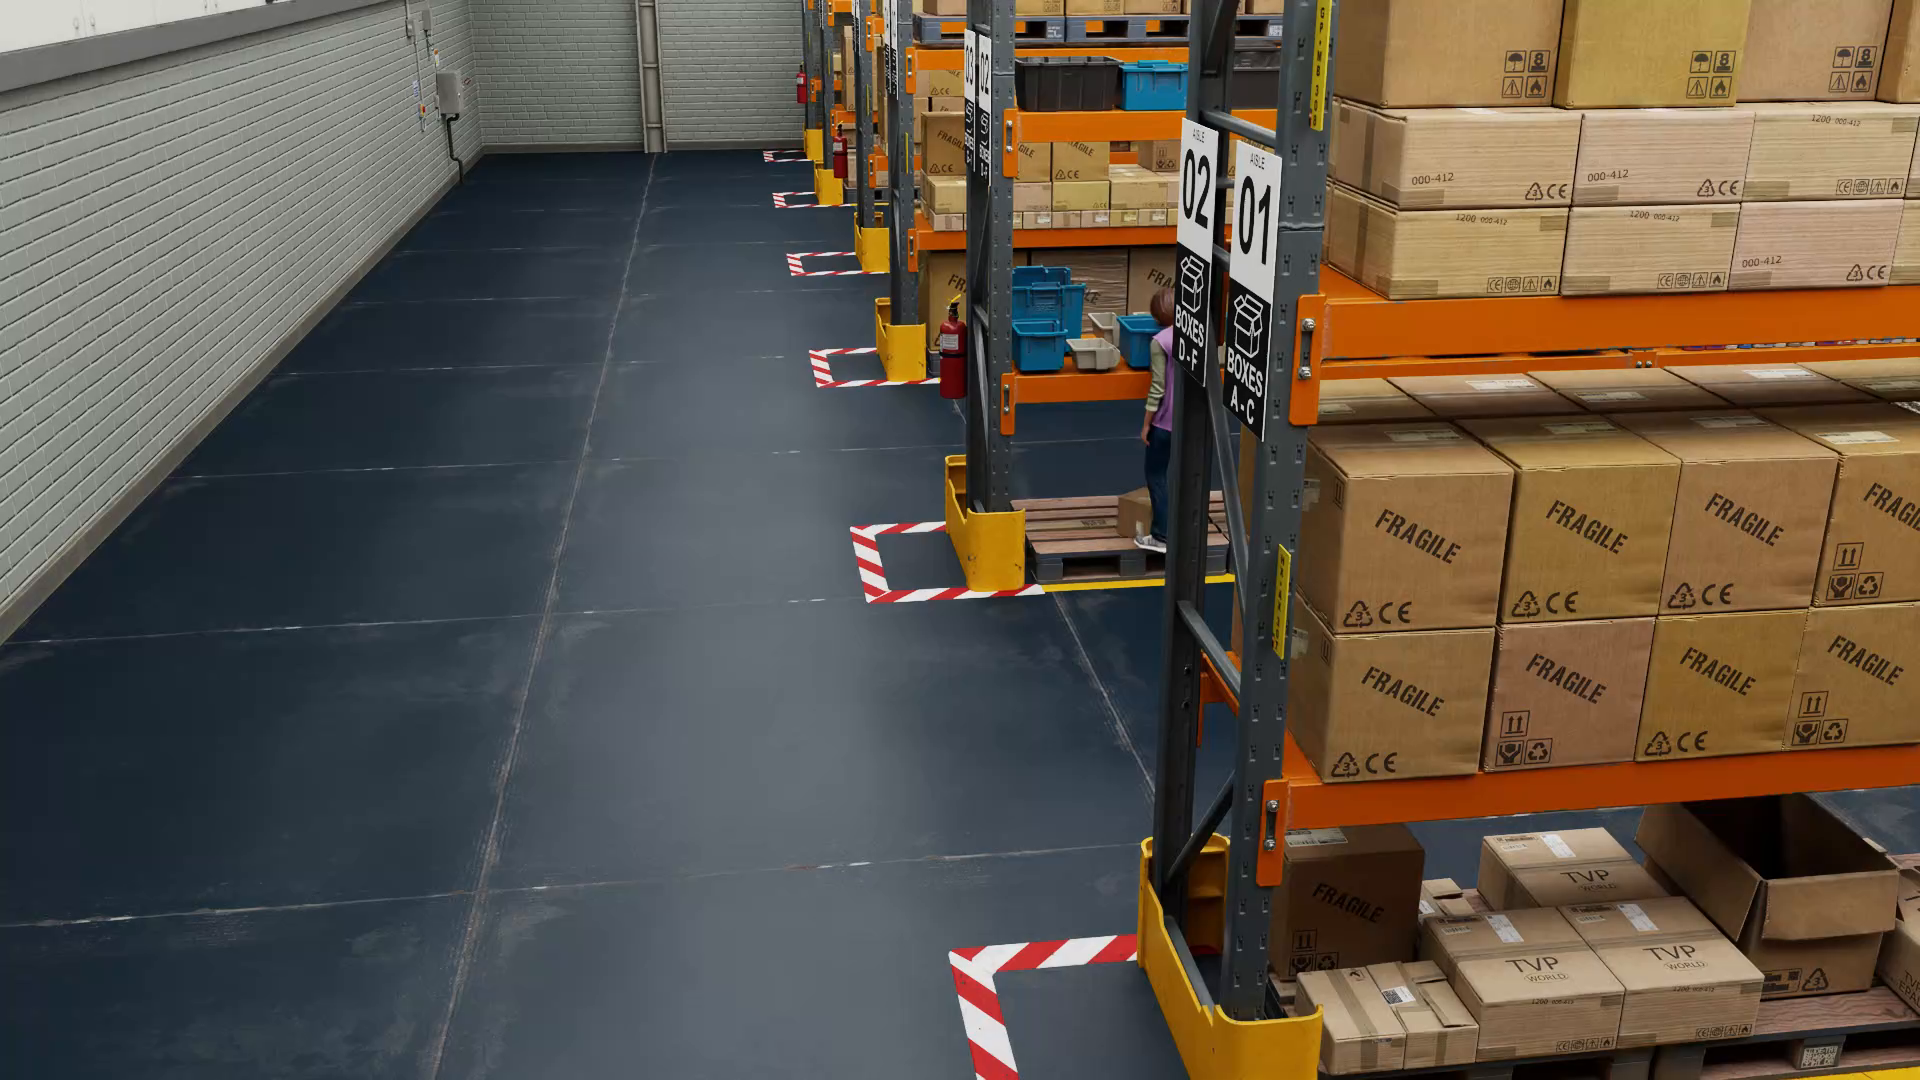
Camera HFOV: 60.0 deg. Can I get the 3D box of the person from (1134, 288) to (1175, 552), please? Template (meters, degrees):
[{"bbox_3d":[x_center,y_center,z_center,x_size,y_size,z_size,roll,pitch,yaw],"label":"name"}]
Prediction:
[{"bbox_3d":[1.269,-0.703,9.896,0.482,1.589,0.347,-16,25,-36],"label":"person"}]
